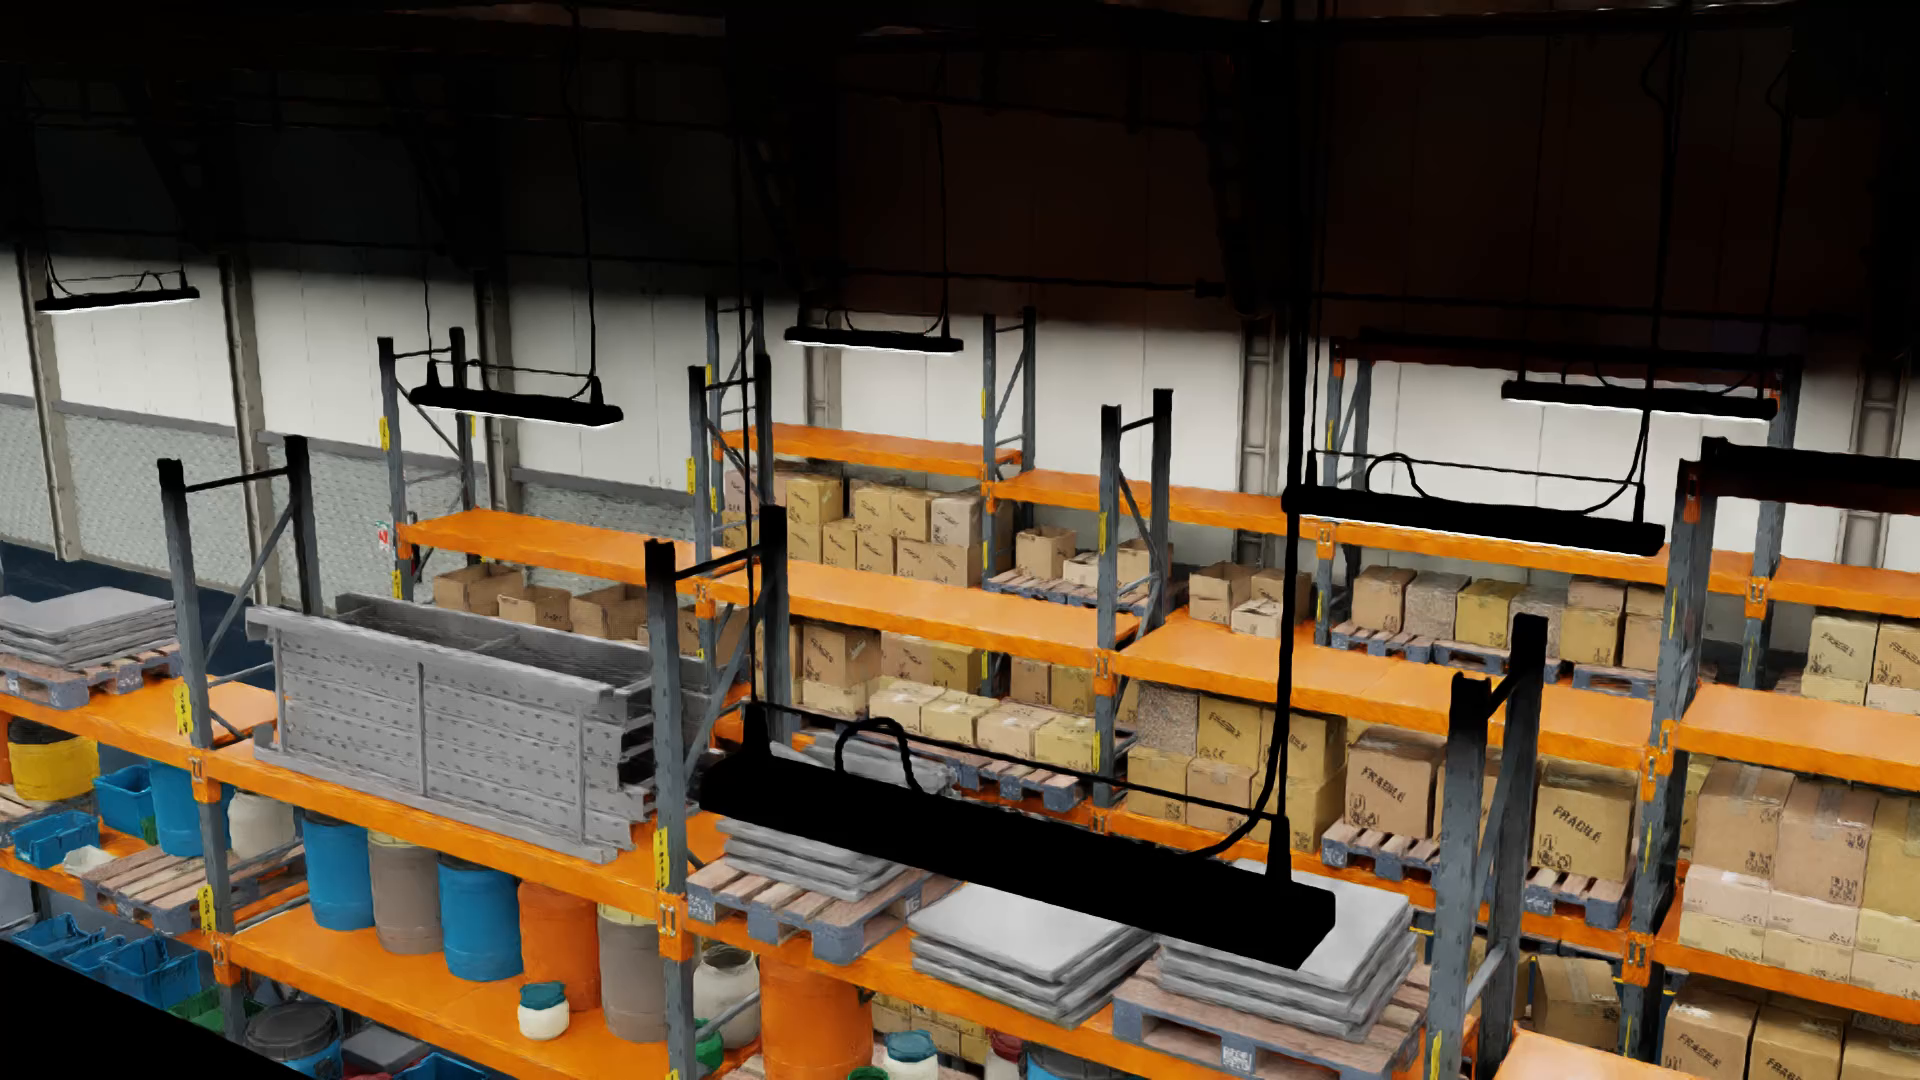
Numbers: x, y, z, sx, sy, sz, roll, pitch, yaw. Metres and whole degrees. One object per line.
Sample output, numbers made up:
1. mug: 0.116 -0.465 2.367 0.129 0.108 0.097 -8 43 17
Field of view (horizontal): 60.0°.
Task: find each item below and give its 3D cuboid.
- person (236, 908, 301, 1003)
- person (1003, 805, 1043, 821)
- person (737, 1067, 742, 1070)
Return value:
1. person: -6.191 3.685 14.760 1.108 1.688 0.579 9 16 33
2. person: 0.667 2.912 17.922 0.863 1.690 0.700 4 14 15
3. person: -1.707 4.379 12.233 1.074 1.554 0.478 8 16 28
